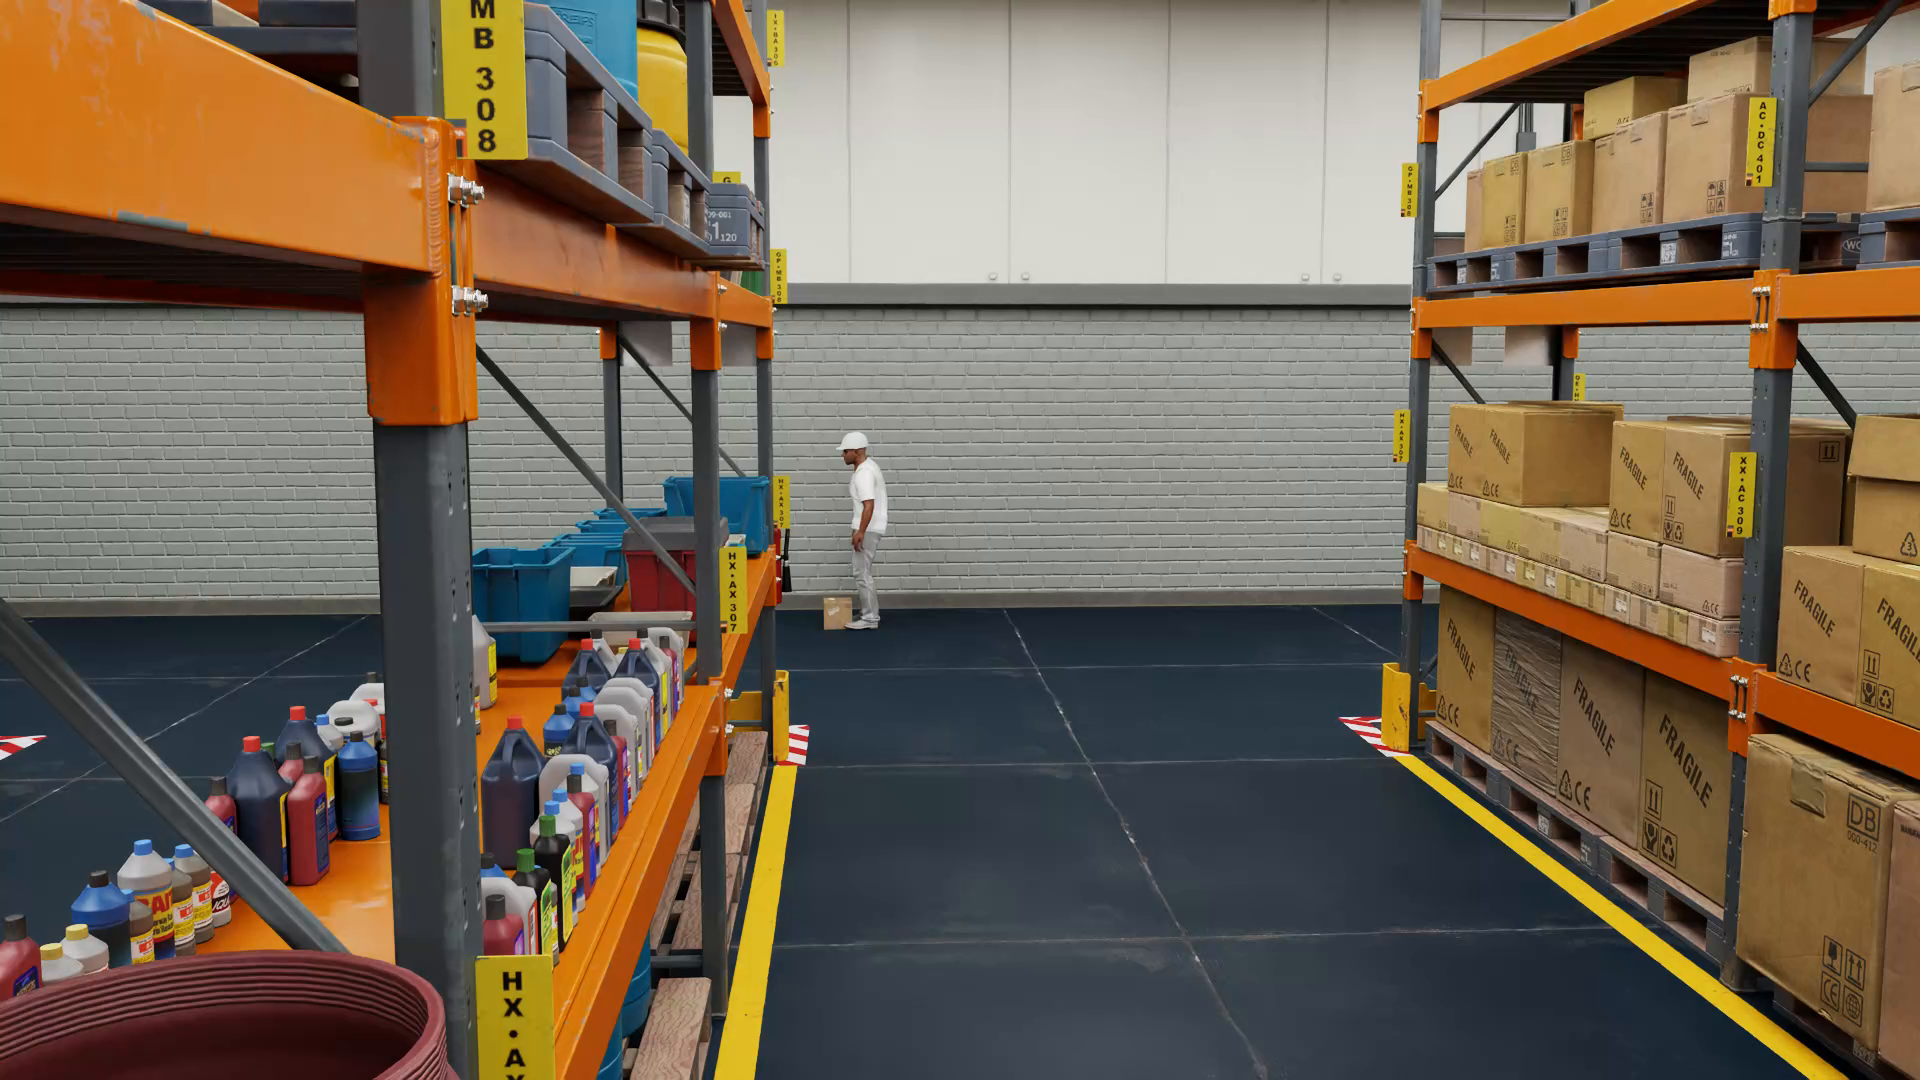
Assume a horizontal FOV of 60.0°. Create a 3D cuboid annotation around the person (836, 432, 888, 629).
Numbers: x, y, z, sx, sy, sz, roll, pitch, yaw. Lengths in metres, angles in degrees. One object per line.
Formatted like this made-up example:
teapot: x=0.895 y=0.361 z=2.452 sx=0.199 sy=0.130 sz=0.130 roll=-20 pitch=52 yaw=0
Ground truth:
person: x=-0.876 y=-0.089 z=14.924 sx=0.456 sy=1.758 sz=0.628 roll=0 pitch=7 yaw=-3
